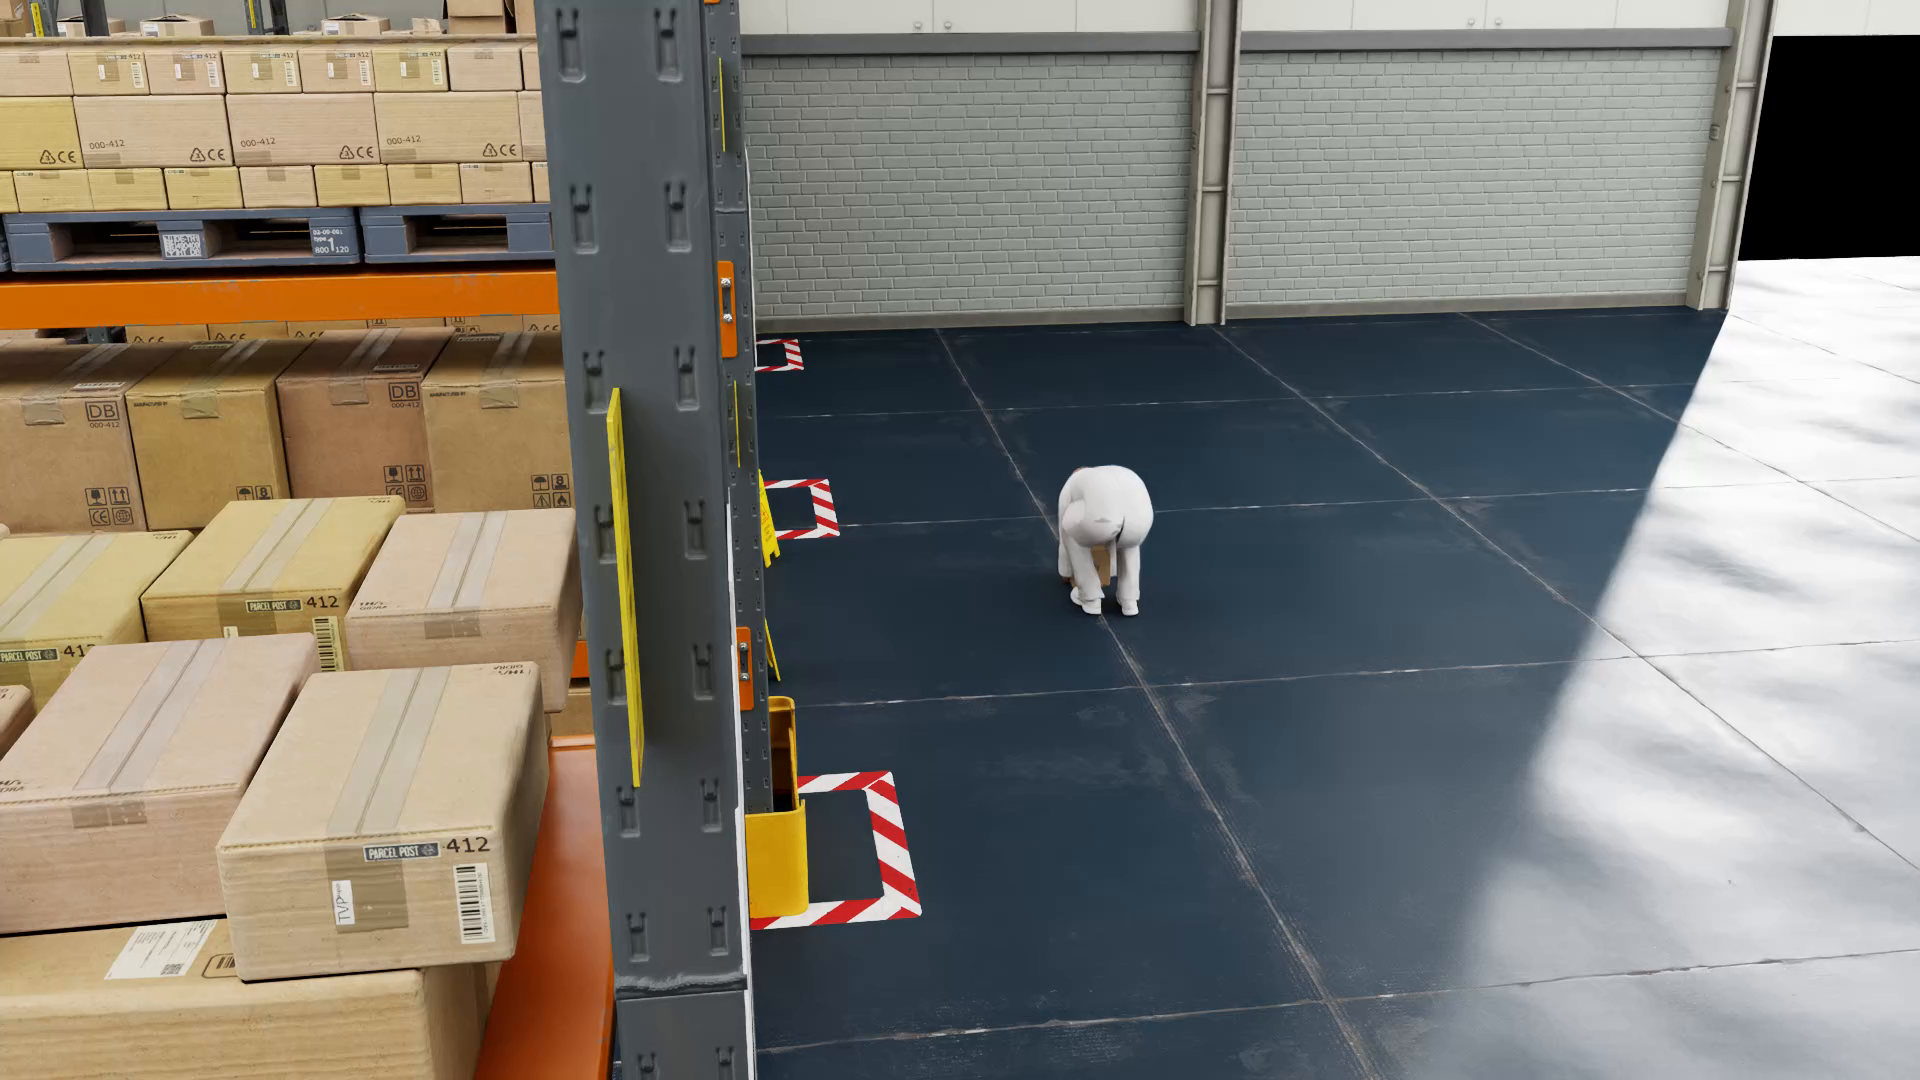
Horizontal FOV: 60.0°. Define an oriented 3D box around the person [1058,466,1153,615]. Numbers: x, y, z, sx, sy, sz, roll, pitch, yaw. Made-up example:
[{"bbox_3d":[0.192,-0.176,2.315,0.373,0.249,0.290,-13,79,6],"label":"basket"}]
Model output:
[{"bbox_3d":[0.898,-0.053,10.517,0.587,0.934,0.949,-4,20,-10],"label":"person"}]
